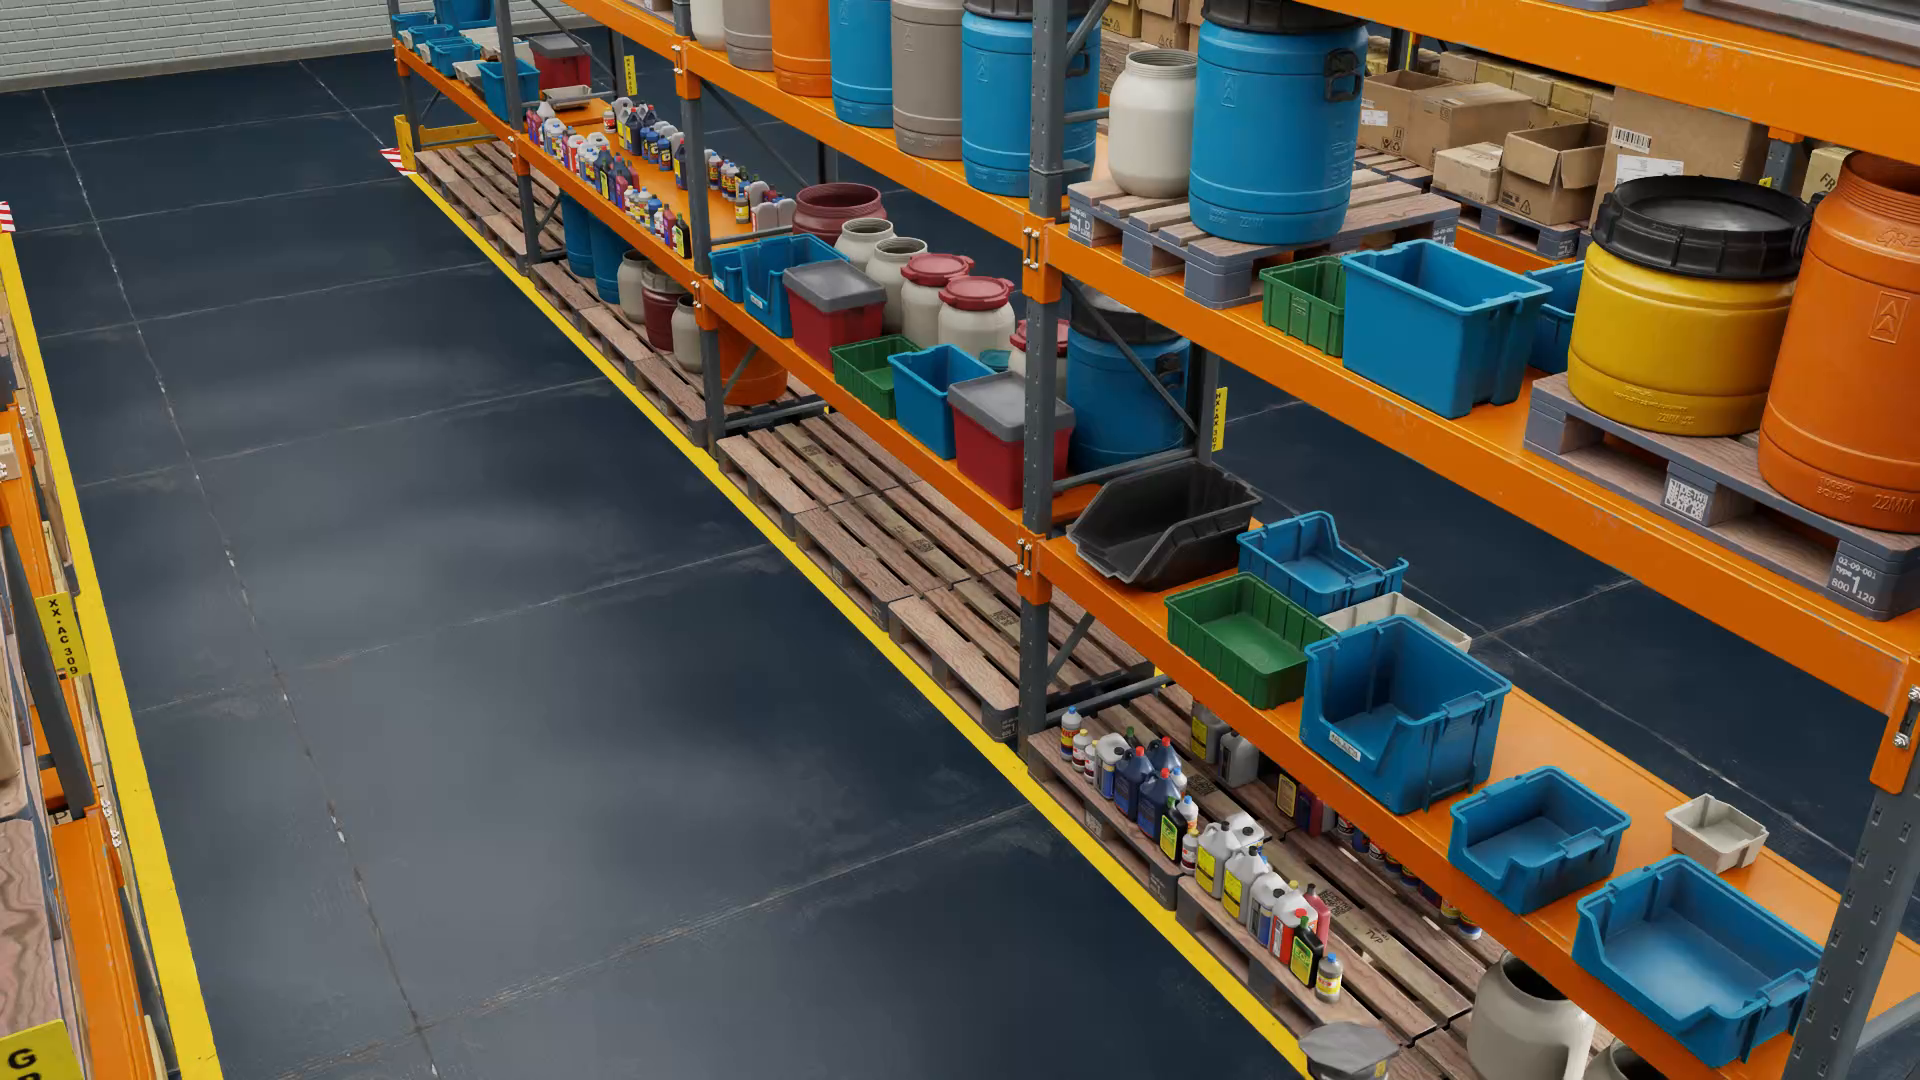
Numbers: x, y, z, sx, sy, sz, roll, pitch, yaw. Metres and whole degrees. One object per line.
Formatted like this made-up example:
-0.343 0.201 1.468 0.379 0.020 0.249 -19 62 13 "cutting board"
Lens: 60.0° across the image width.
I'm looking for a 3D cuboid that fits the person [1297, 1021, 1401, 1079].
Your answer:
1.089 2.102 4.766 0.533 1.684 0.458 -14 32 -23 "person"
